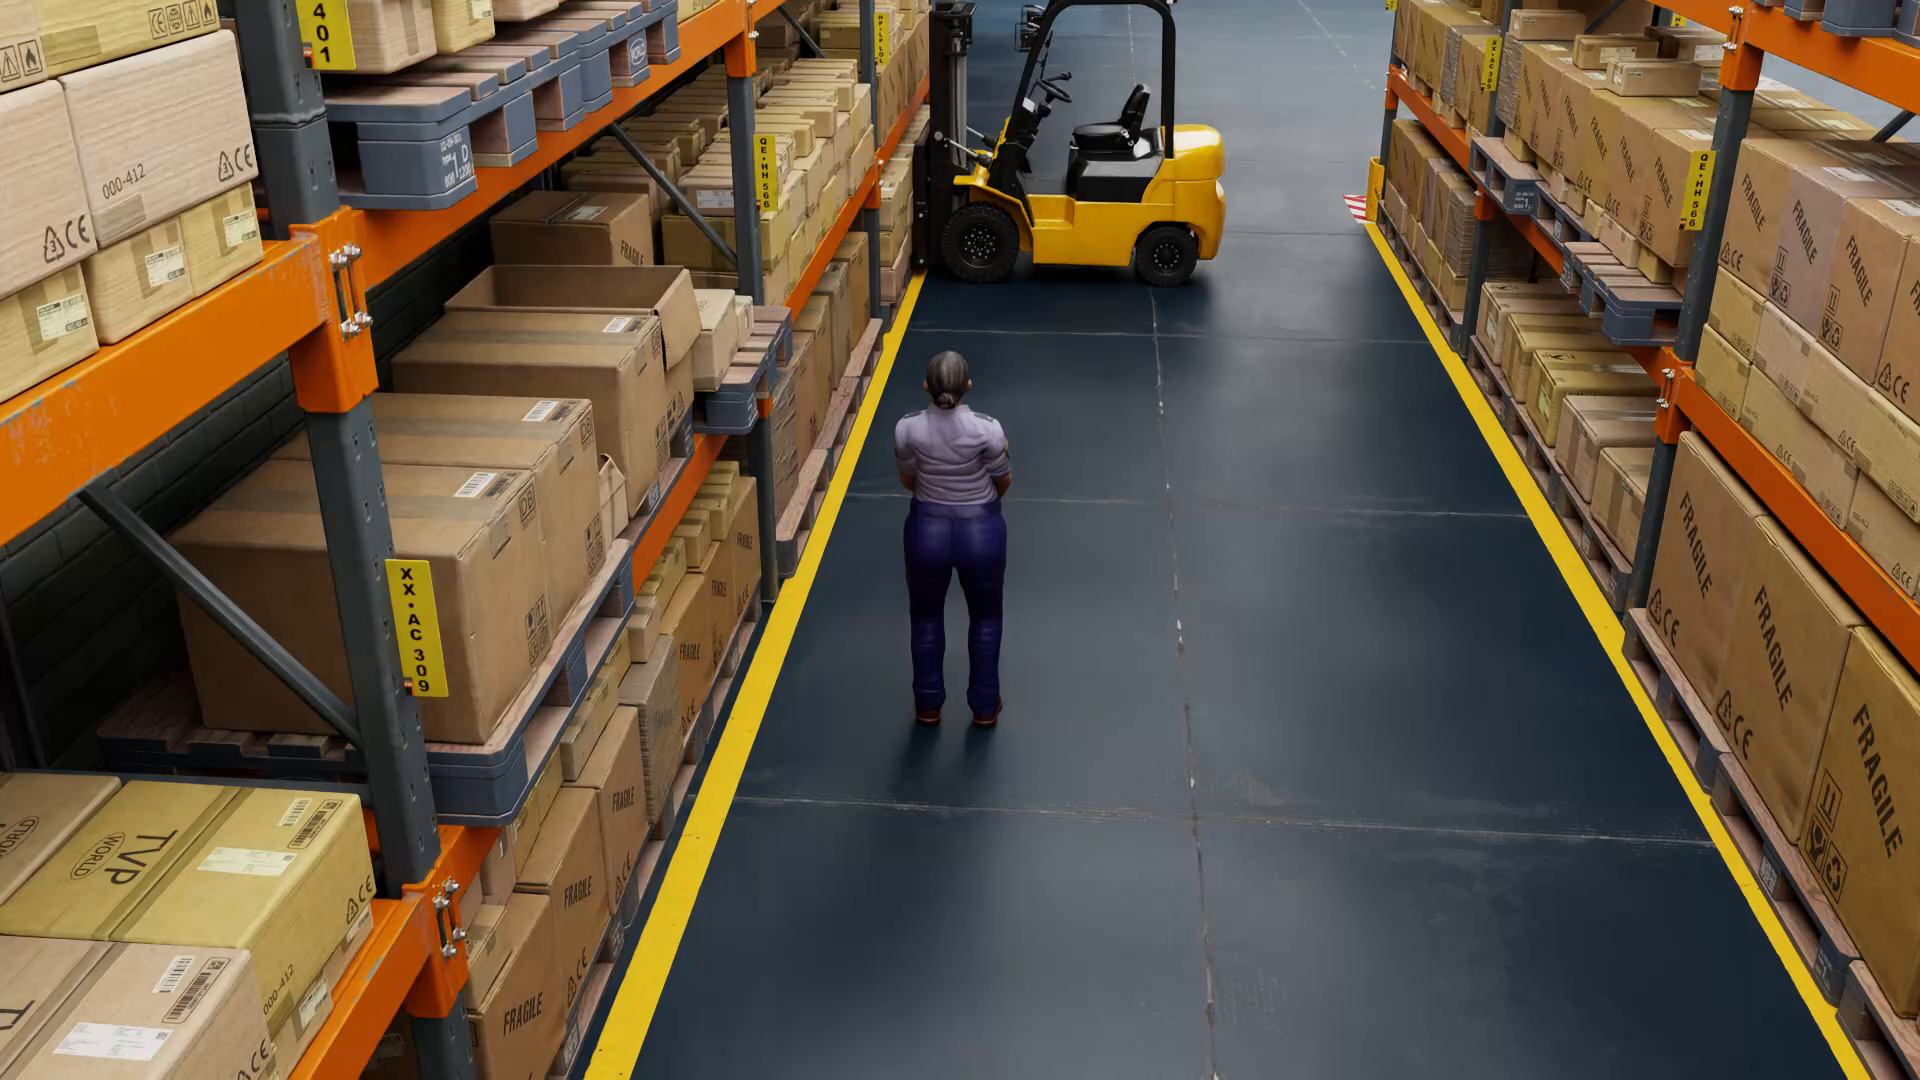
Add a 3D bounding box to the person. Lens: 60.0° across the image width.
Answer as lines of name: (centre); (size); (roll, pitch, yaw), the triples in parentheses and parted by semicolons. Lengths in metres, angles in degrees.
person: (-0.019, -0.015, 6.685); (0.452, 1.623, 0.524); (2, 25, 5)
